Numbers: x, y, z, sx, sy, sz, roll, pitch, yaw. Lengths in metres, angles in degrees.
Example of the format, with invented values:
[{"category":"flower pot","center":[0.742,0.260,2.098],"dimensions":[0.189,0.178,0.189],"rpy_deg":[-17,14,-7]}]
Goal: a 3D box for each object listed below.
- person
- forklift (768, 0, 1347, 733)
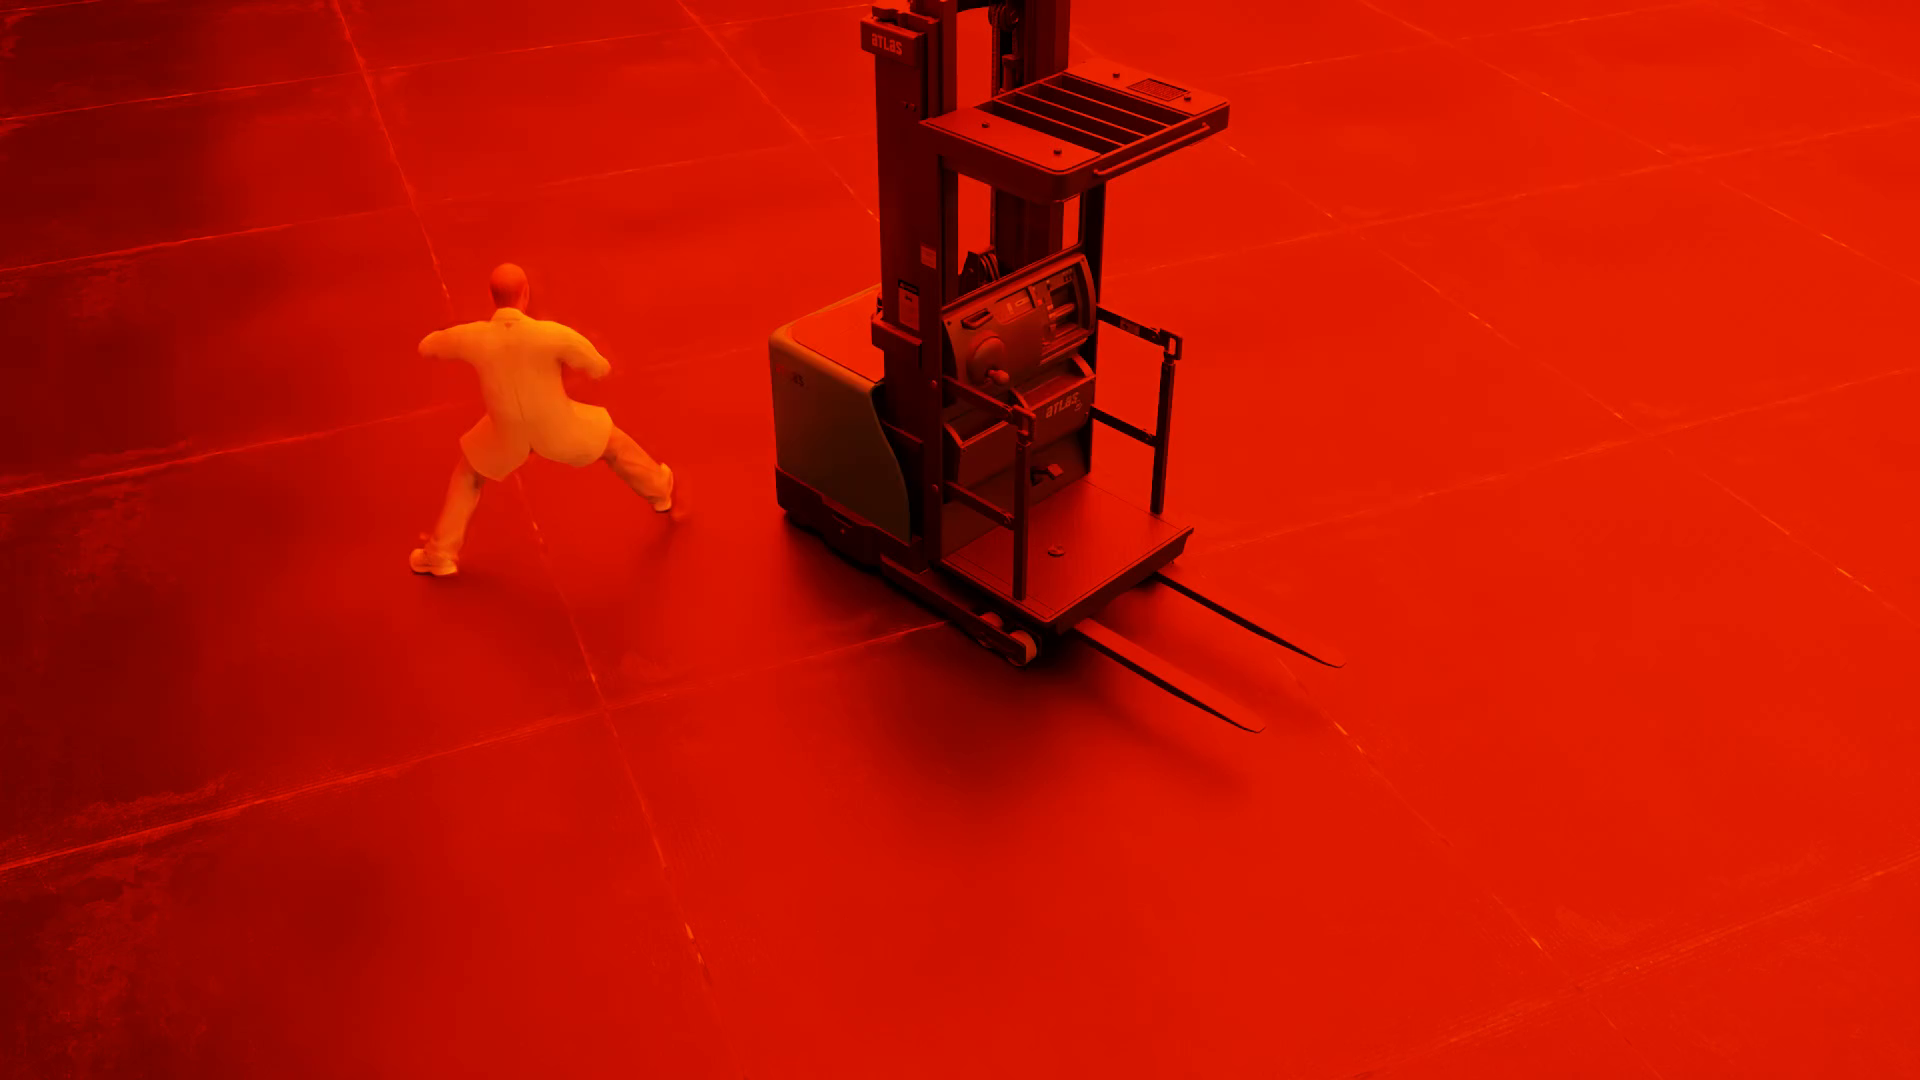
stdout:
[{"category":"person","center":[-2.159,-0.686,8.235],"dimensions":[1.268,1.571,1.027],"rpy_deg":[-1,35,-1]},{"category":"forklift","center":[0.432,-0.946,7.429],"dimensions":[3.031,2.935,1.130],"rpy_deg":[30,45,35]}]
